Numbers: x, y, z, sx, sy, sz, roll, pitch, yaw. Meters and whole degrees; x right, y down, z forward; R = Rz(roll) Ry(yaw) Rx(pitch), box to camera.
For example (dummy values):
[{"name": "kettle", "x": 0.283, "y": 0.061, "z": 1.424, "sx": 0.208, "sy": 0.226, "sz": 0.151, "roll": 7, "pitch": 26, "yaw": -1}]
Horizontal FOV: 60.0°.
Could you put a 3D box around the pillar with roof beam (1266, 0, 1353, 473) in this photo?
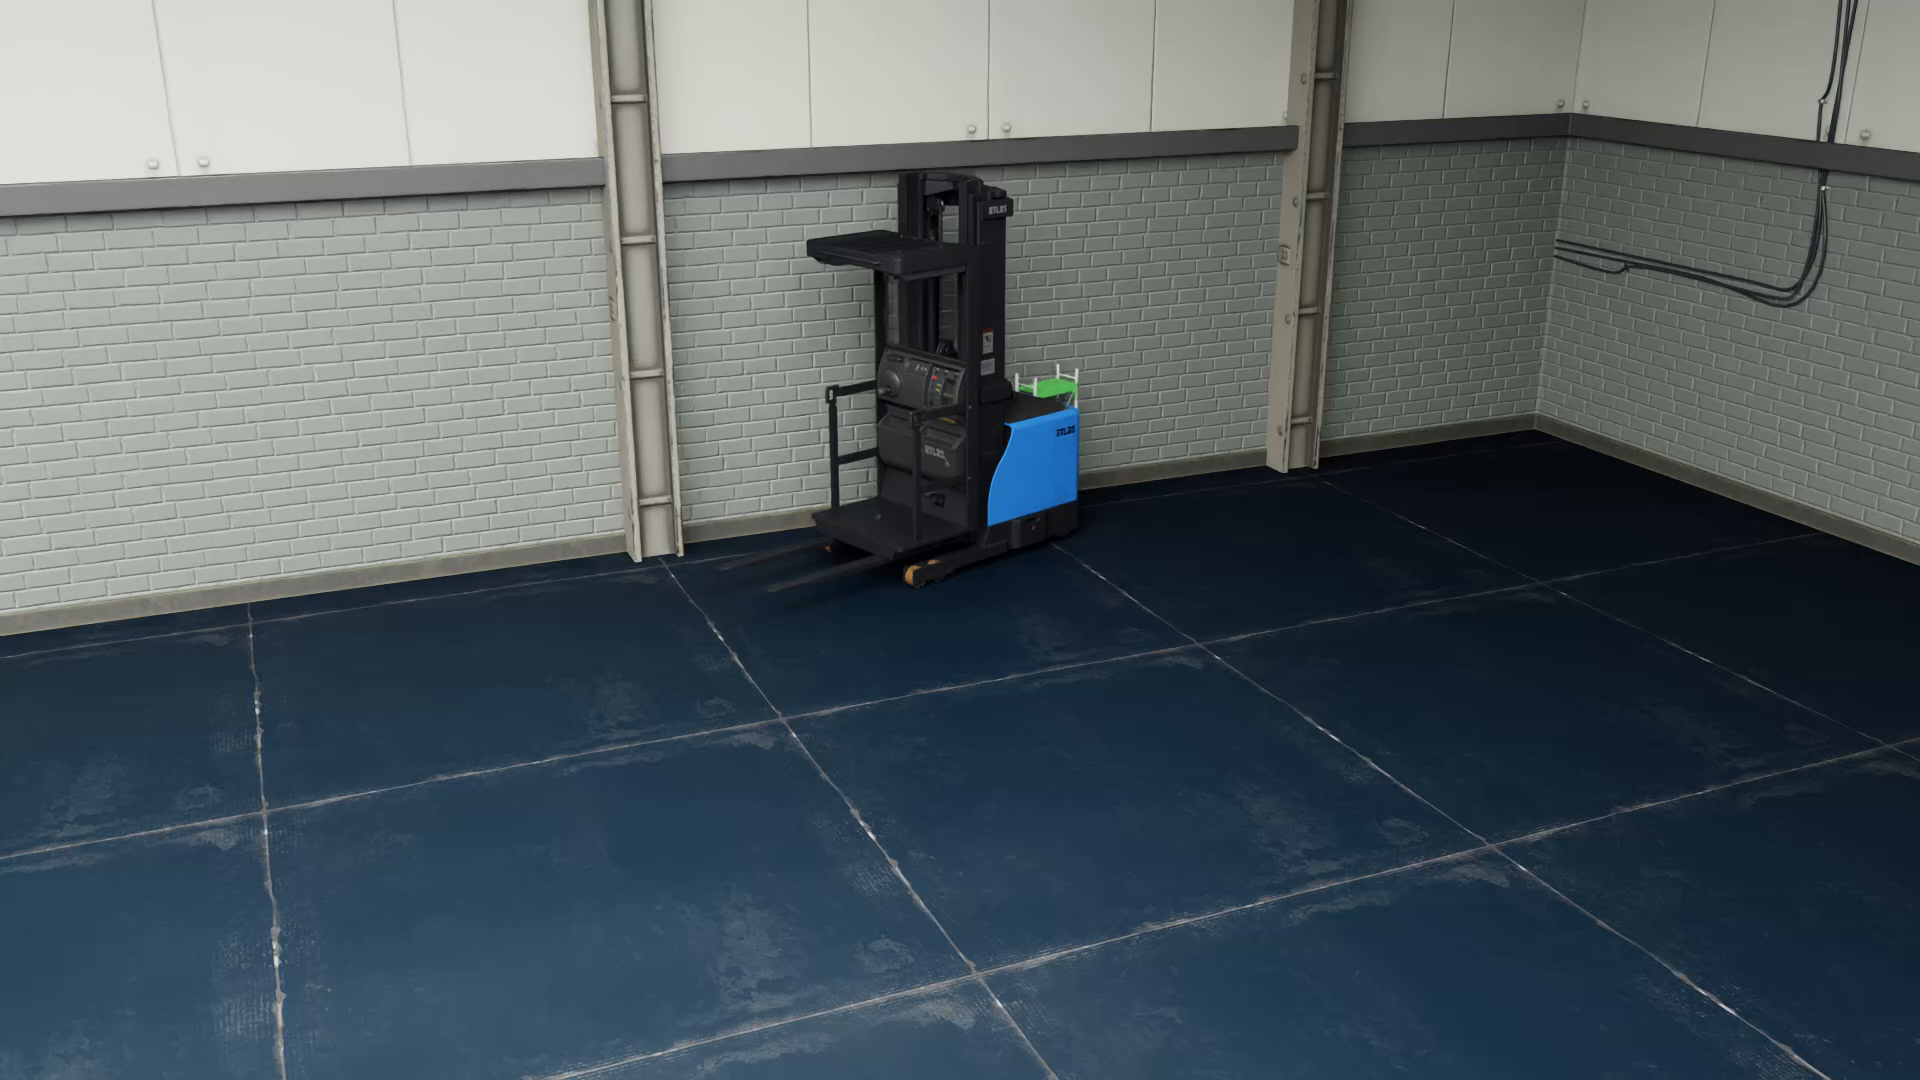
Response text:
[{"name": "pillar with roof beam", "x": 4.790, "y": -3.619, "z": 10.252, "sx": 0.400, "sy": 9.000, "sz": 9.100, "roll": -8, "pitch": 21, "yaw": -22}]

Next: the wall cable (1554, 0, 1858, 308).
[{"name": "wall cable", "x": 6.314, "y": -3.452, "z": 14.451, "sx": 0.112, "sy": 2.526, "sz": 3.097, "roll": -8, "pitch": 21, "yaw": -22}]

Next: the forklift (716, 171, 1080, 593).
[{"name": "forklift", "x": -0.455, "y": -1.221, "z": 12.577, "sx": 3.031, "sy": 2.935, "sz": 1.130, "roll": -17, "pitch": 25, "yaw": -39}]

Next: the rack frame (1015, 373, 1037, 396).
[{"name": "rack frame", "x": 0.549, "y": -0.796, "z": 13.977, "sx": 0.015, "sy": 1.200, "sz": 0.240, "roll": -17, "pitch": 25, "yaw": -39}]

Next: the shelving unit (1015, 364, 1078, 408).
[{"name": "shelving unit", "x": 0.730, "y": -0.851, "z": 14.132, "sx": 0.503, "sy": 1.200, "sz": 0.258, "roll": -17, "pitch": 25, "yaw": -39}]

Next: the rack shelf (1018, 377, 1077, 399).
[{"name": "rack shelf", "x": 0.730, "y": -1.243, "z": 13.994, "sx": 0.480, "sy": 0.148, "sz": 0.258, "roll": -17, "pitch": 25, "yaw": -39}]

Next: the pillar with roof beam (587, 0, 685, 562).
[{"name": "pillar with roof beam", "x": -0.719, "y": -2.830, "z": 8.010, "sx": 0.400, "sy": 9.000, "sz": 9.100, "roll": -8, "pitch": 21, "yaw": -22}]

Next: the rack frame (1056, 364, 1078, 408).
[{"name": "rack frame", "x": 0.910, "y": -0.905, "z": 14.286, "sx": 0.015, "sy": 1.200, "sz": 0.240, "roll": -17, "pitch": 25, "yaw": -39}]
